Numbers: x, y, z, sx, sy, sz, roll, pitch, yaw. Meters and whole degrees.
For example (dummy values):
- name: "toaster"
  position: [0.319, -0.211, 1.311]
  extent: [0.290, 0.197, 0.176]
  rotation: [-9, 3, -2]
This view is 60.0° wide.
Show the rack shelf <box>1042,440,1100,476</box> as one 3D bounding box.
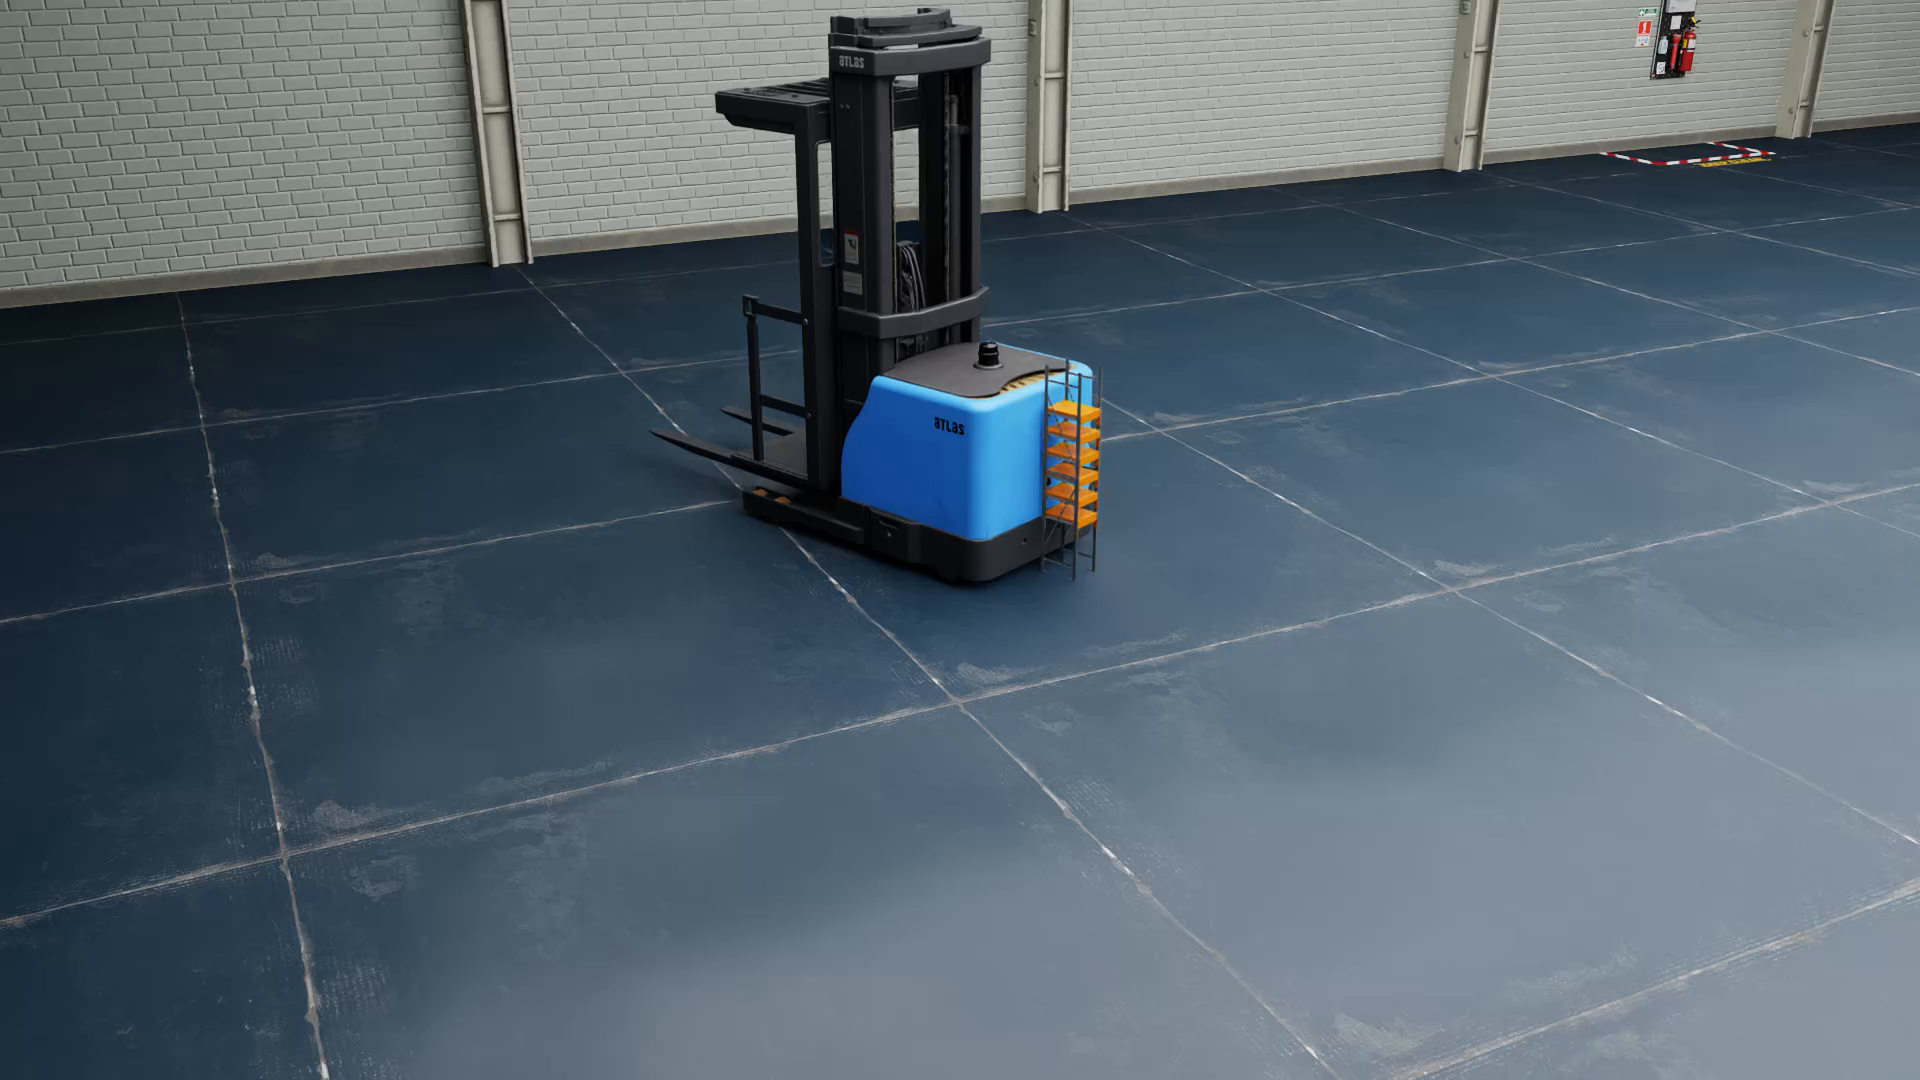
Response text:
- name: "rack shelf"
  position: [0.607, -0.447, 9.063]
  extent: [0.258, 0.103, 0.180]
  rotation: [18, 28, 36]

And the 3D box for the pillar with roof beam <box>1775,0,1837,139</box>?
- name: "pillar with roof beam"
  position: [13.659, -8.397, 18.269]
  extent: [0.400, 9.000, 9.100]
  rotation: [-10, 25, -24]

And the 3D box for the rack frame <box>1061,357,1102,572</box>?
- name: "rack frame"
  position: [0.666, -0.404, 9.157]
  extent: [0.240, 1.200, 0.006]
  rotation: [18, 28, 36]

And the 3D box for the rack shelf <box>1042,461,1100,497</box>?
- name: "rack shelf"
  position: [0.607, -0.336, 9.109]
  extent: [0.258, 0.103, 0.180]
  rotation: [18, 28, 36]

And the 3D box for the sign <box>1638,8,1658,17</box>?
- name: "sign"
  position: [9.014, -6.915, 21.793]
  extent: [0.331, 0.109, 0.001]
  rotation: [-10, 25, -24]

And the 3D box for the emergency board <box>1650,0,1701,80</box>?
- name: "emergency board"
  position: [9.549, -6.712, 22.042]
  extent: [0.643, 1.169, 0.194]
  rotation: [-10, 25, -24]

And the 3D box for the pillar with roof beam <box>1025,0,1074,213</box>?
- name: "pillar with roof beam"
  position: [2.847, -6.406, 13.461]
  extent: [0.400, 9.000, 9.100]
  rotation: [-10, 25, -24]

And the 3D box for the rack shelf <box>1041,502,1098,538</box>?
- name: "rack shelf"
  position: [0.607, -0.114, 9.201]
  extent: [0.258, 0.103, 0.180]
  rotation: [18, 28, 36]

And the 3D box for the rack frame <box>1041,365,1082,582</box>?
- name: "rack frame"
  position: [0.548, -0.350, 9.027]
  extent: [0.240, 1.200, 0.006]
  rotation: [18, 28, 36]

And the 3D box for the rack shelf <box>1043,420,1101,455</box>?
- name: "rack shelf"
  position: [0.607, -0.558, 9.017]
  extent: [0.258, 0.103, 0.180]
  rotation: [18, 28, 36]

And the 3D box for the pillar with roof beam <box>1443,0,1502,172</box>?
- name: "pillar with roof beam"
  position: [8.253, -7.401, 15.865]
  extent: [0.400, 9.000, 9.100]
  rotation: [-10, 25, -24]

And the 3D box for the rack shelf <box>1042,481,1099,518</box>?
- name: "rack shelf"
  position: [0.607, -0.225, 9.155]
  extent: [0.258, 0.103, 0.180]
  rotation: [18, 28, 36]

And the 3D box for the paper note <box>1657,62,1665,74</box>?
- name: "paper note"
  position: [9.360, -6.299, 22.197]
  extent: [0.142, 0.148, 0.016]
  rotation: [-10, 25, -24]

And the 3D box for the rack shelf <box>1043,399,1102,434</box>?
- name: "rack shelf"
  position: [0.607, -0.669, 8.971]
  extent: [0.258, 0.103, 0.180]
  rotation: [18, 28, 36]

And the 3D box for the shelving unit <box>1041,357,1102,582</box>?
- name: "shelving unit"
  position: [0.607, -0.377, 9.092]
  extent: [0.258, 1.200, 0.189]
  rotation: [18, 28, 36]

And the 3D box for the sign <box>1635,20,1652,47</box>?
- name: "sign"
  position: [9.006, -6.672, 21.900]
  extent: [0.234, 0.329, 0.001]
  rotation: [-10, 25, -24]

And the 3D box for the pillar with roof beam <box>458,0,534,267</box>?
- name: "pillar with roof beam"
  position: [-2.560, -5.411, 11.056]
  extent: [0.400, 9.000, 9.100]
  rotation: [-10, 25, -24]

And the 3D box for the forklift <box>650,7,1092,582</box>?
- name: "forklift"
  position: [-0.680, -1.578, 9.730]
  extent: [3.031, 2.935, 1.130]
  rotation: [19, 29, 38]
